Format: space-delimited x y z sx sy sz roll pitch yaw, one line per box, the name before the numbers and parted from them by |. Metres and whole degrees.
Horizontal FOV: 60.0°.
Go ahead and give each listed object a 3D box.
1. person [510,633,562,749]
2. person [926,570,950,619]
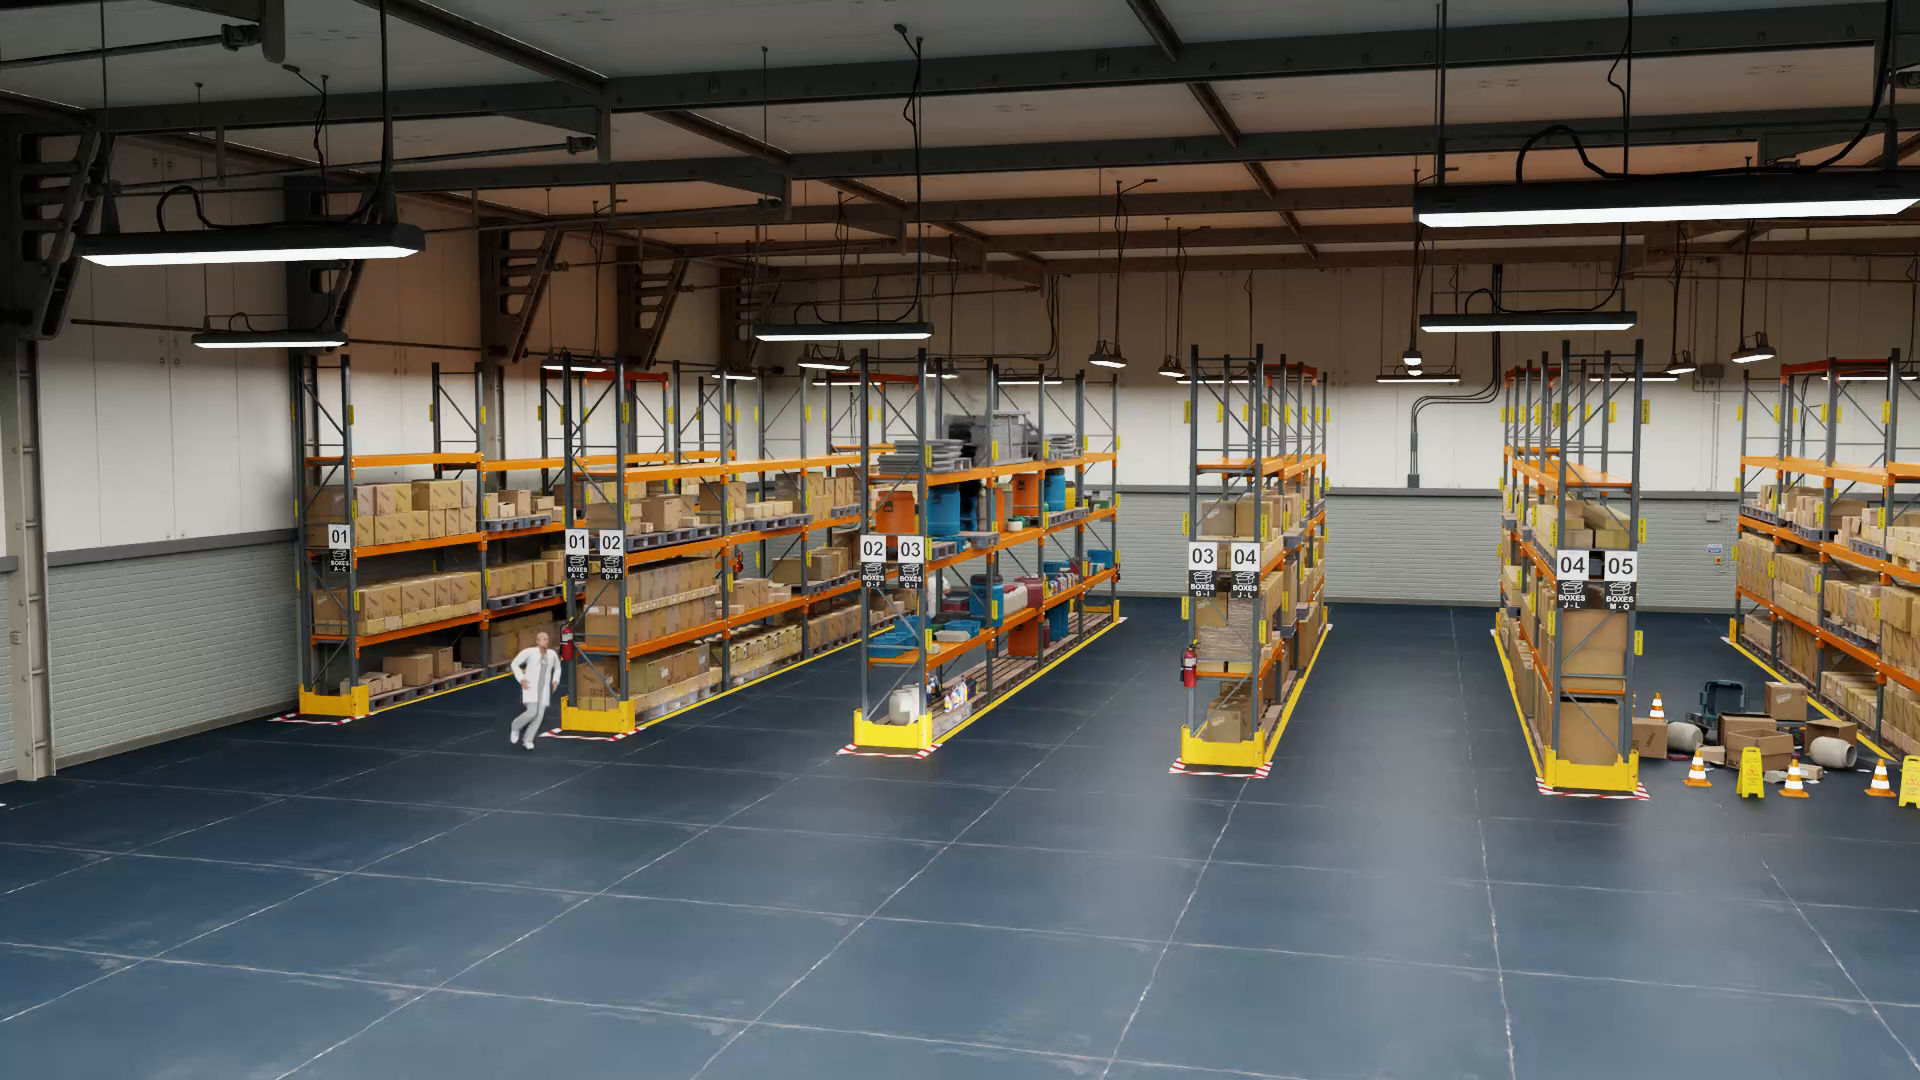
person | -6.396 2.263 25.211 0.756 1.729 0.605 -4 6 -42
person | -0.521 1.409 36.654 0.591 1.652 0.931 0 4 1
